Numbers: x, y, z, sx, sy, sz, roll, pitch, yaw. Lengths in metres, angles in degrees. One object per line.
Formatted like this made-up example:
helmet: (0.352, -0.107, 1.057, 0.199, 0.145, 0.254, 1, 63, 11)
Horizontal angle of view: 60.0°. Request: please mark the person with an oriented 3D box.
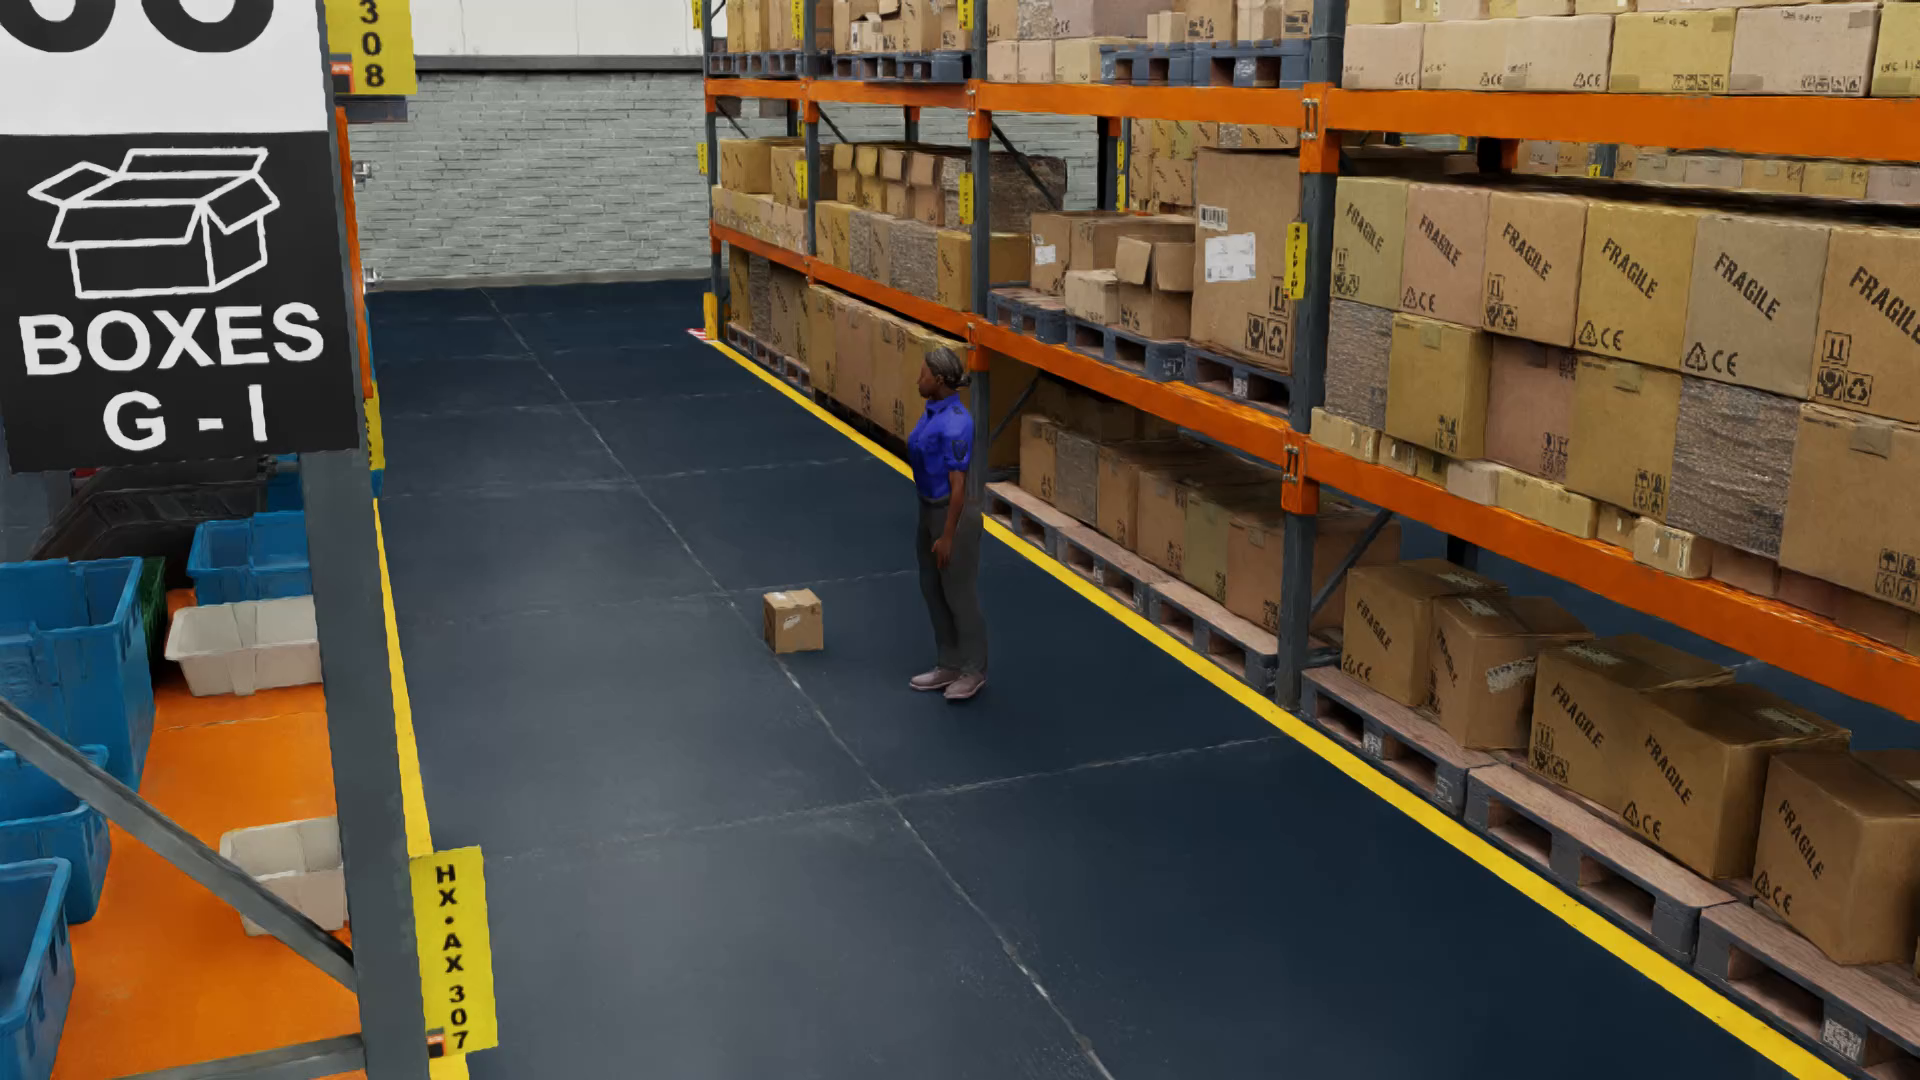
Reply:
person: (-0.048, -0.075, 7.767, 0.361, 1.668, 0.483, -6, 17, -21)
